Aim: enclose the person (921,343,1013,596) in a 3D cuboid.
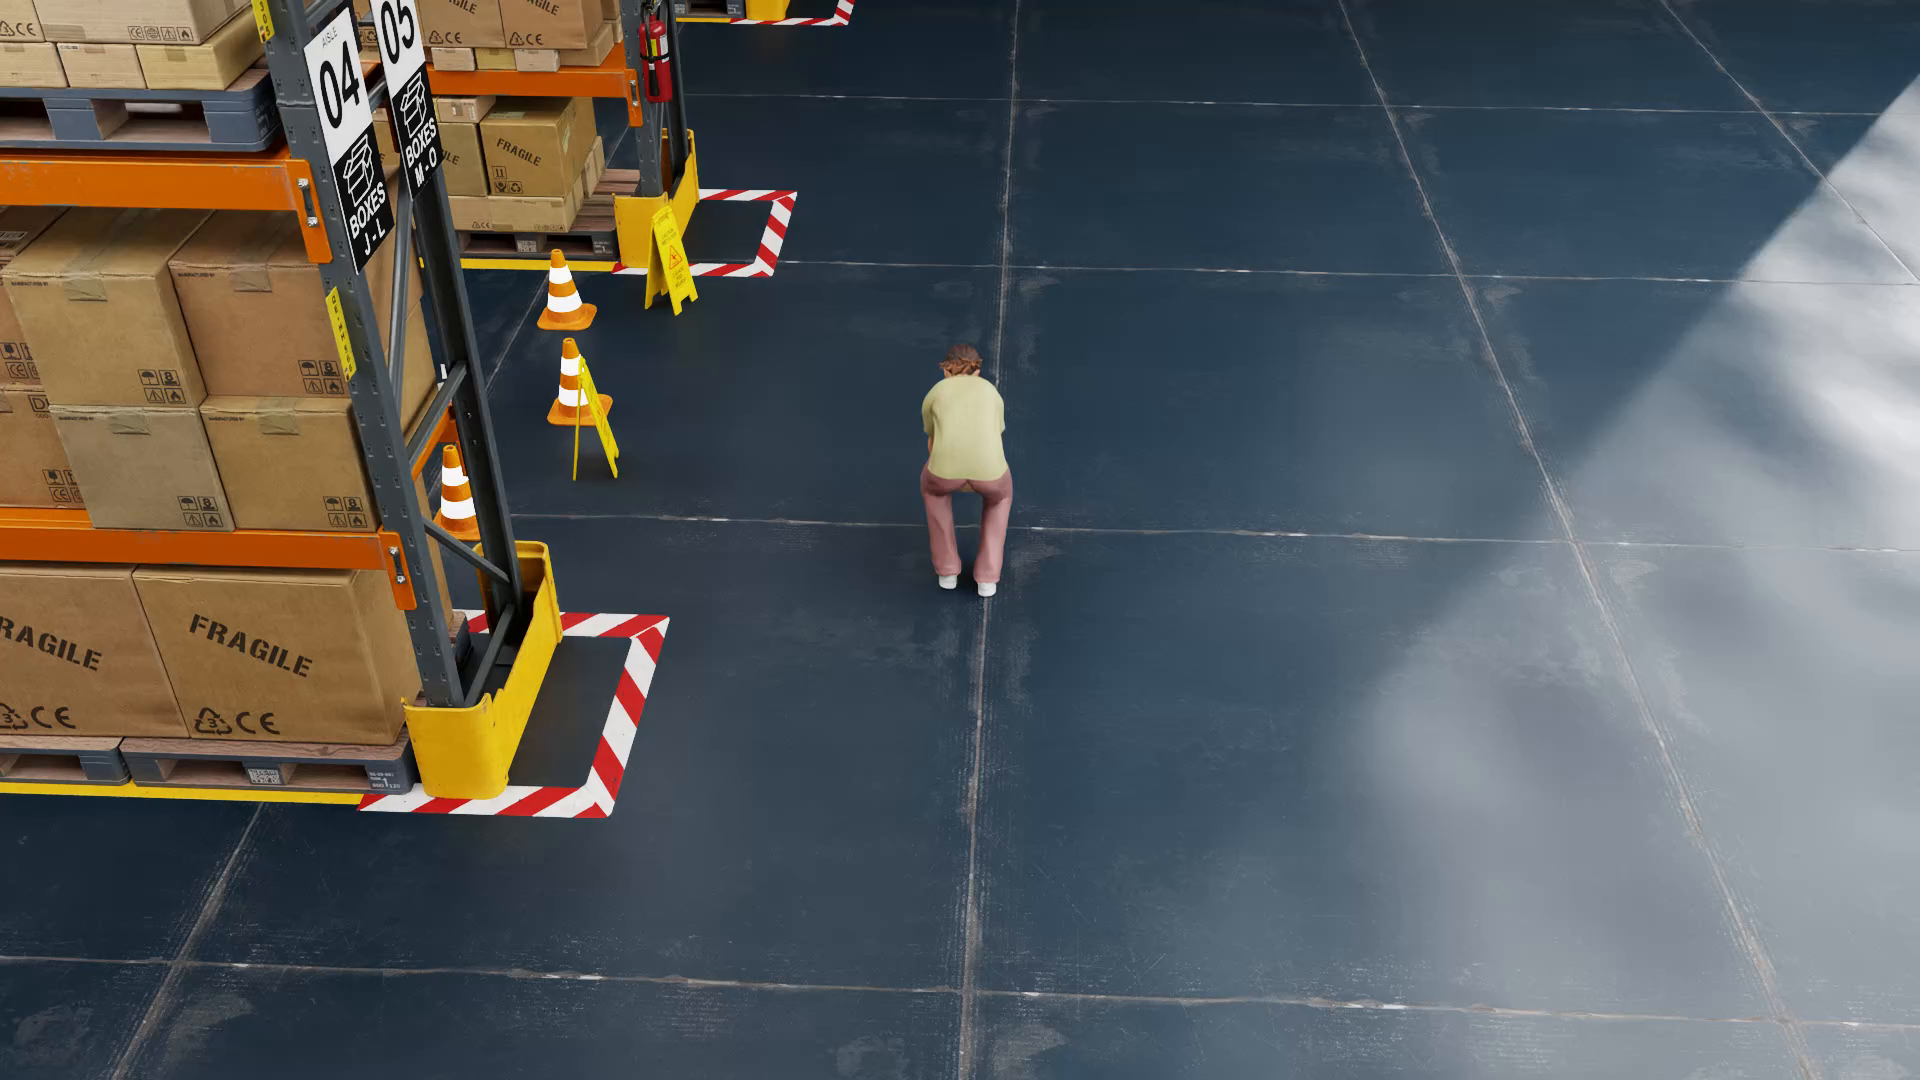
[{"bbox_3d":[0.033,-0.337,8.102,0.449,1.069,0.865,0,36,0],"label":"person"}]
